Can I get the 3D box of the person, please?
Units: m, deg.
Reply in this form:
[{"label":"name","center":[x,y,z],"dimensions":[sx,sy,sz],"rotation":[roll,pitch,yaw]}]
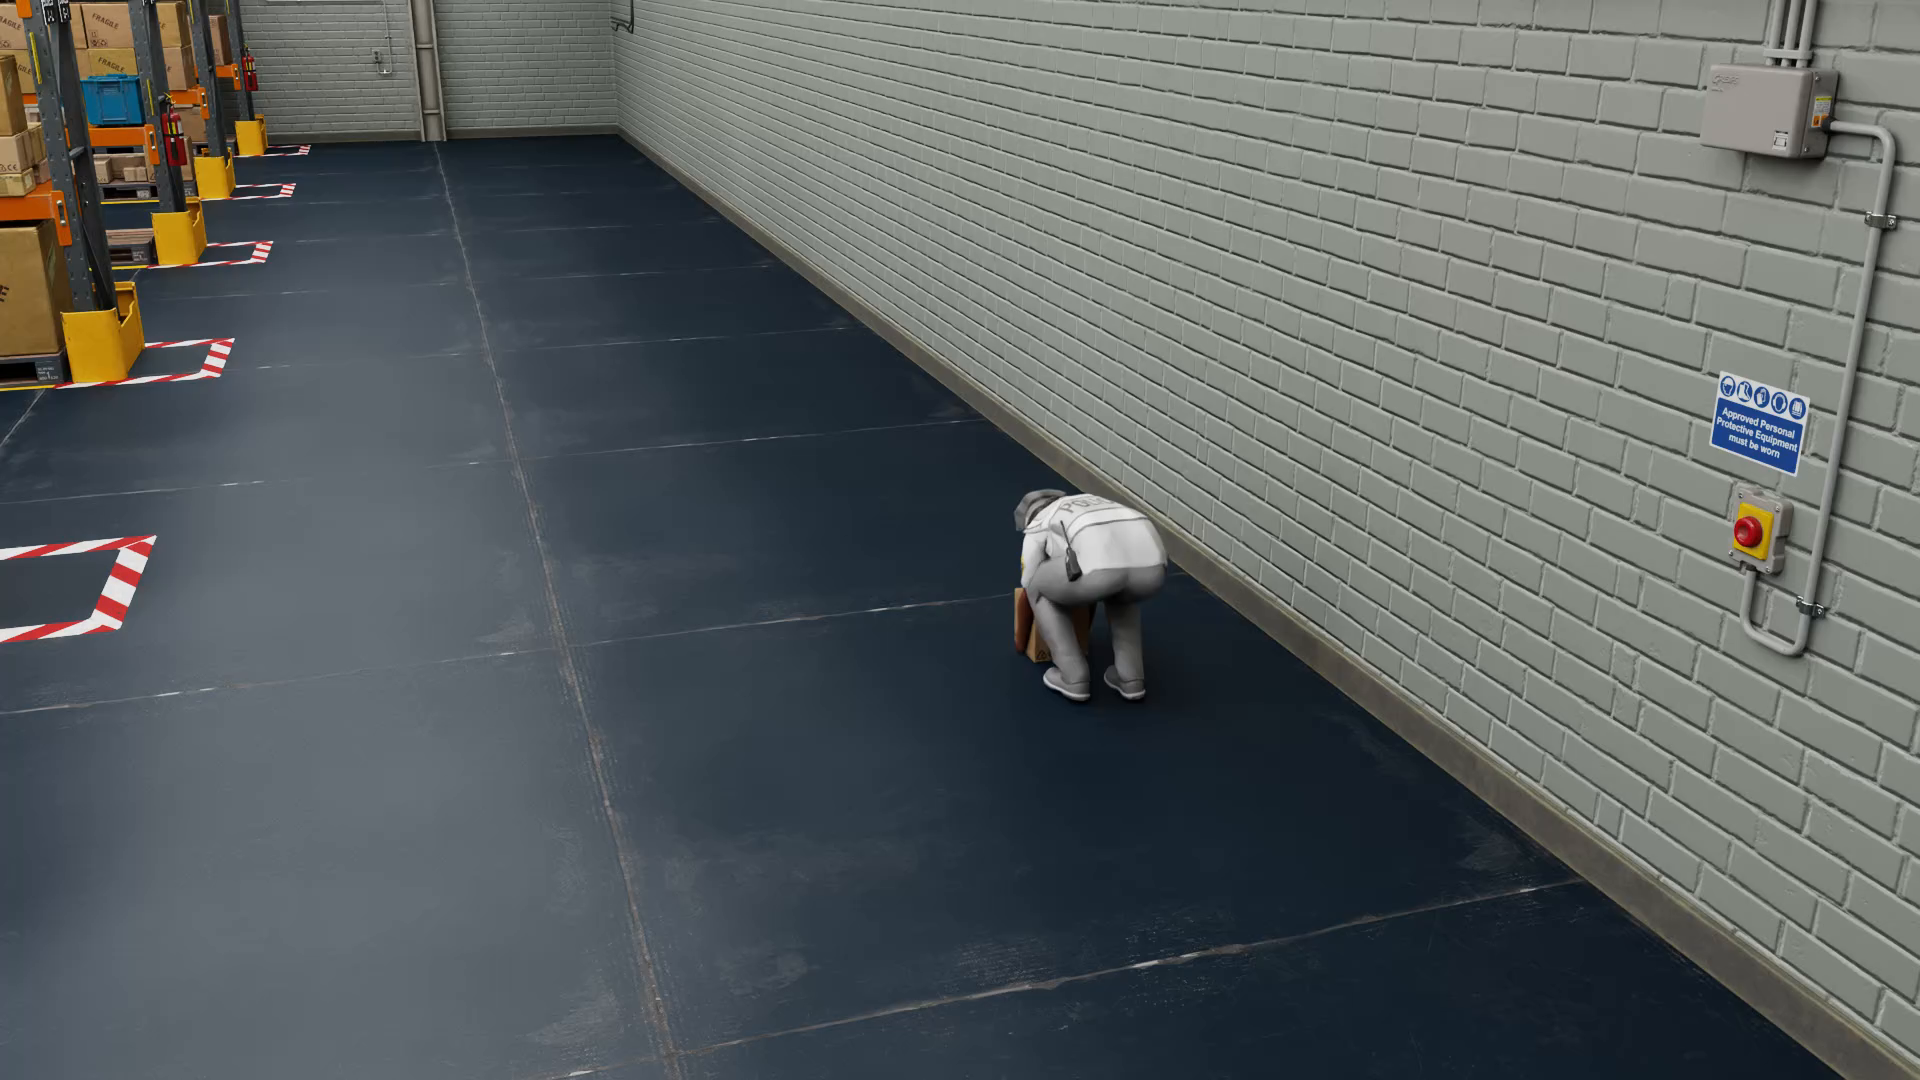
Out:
[{"label":"person","center":[0.503,0.206,6.811],"dimensions":[0.456,0.823,0.919],"rotation":[-7,21,-19]}]
